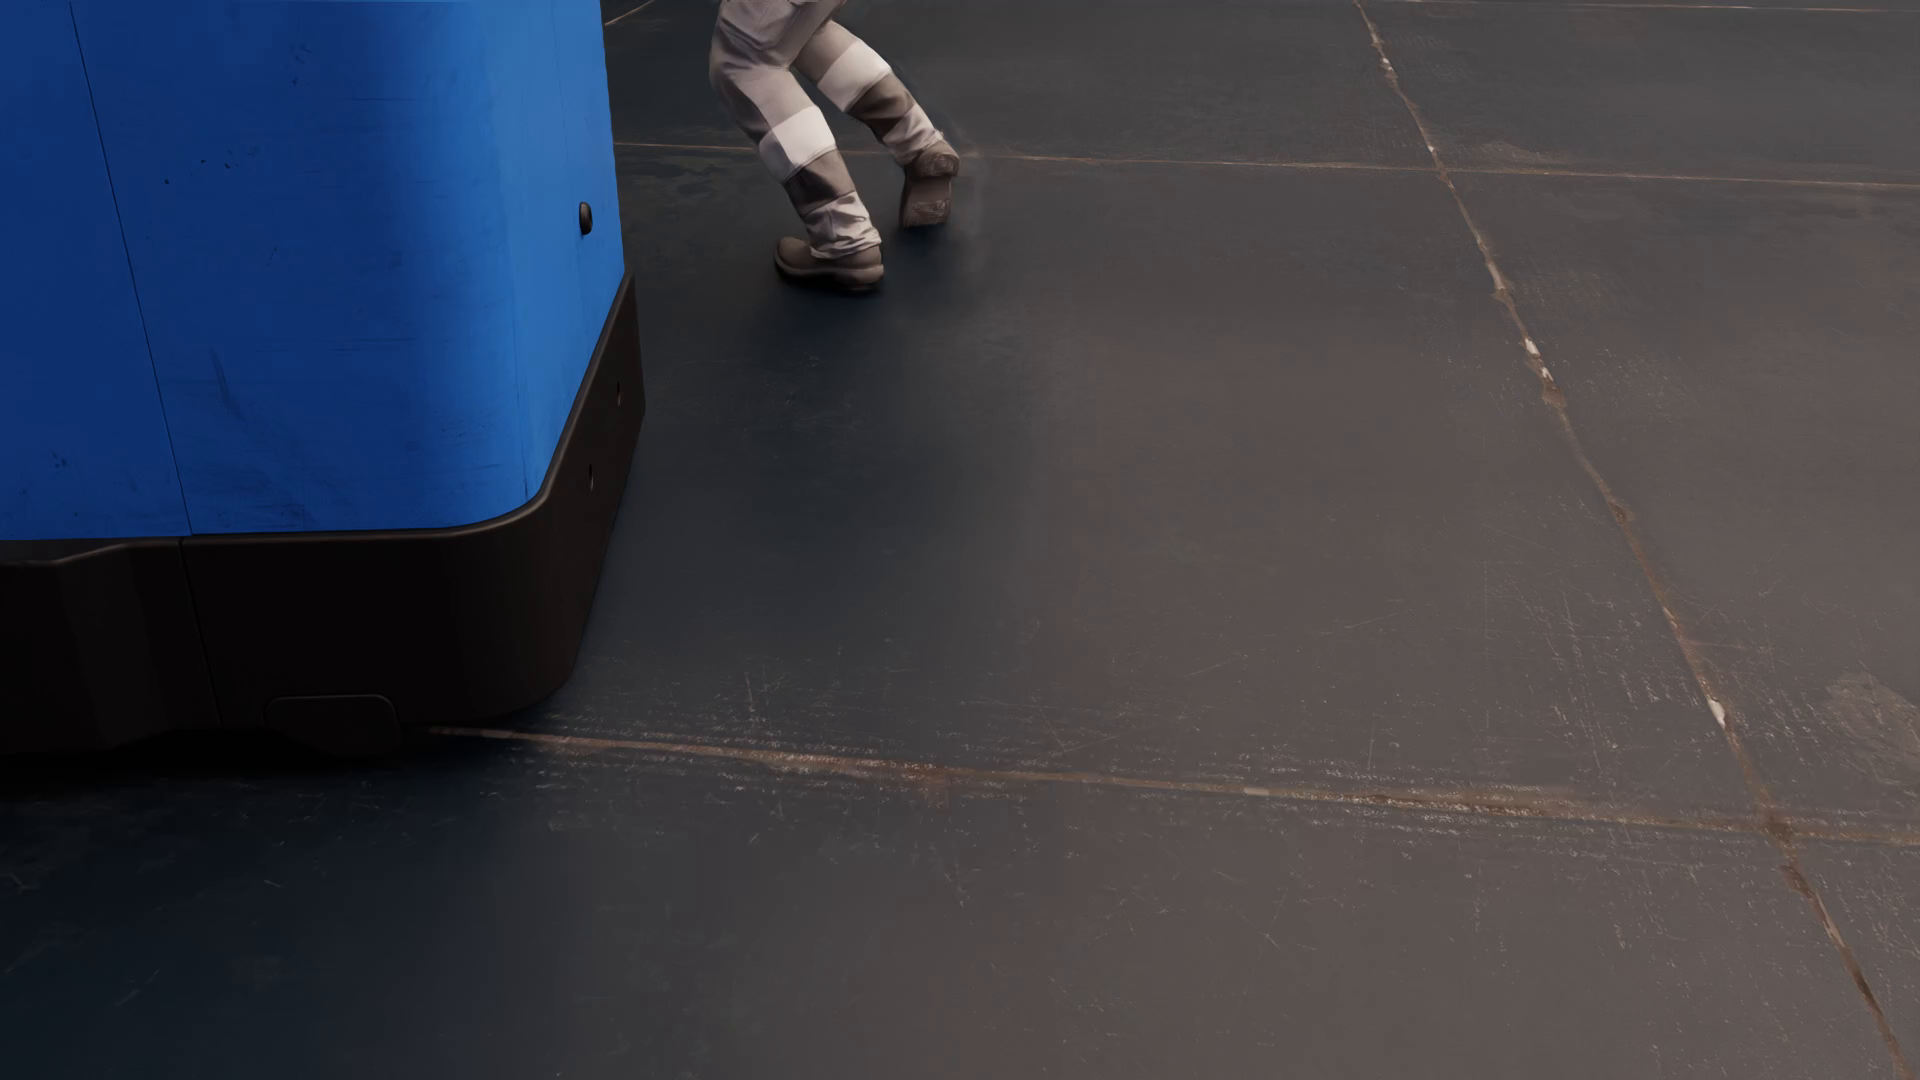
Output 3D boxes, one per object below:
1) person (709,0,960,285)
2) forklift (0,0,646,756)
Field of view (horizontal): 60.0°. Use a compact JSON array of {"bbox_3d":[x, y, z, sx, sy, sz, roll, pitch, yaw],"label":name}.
[{"bbox_3d":[-0.265,-1.372,3.531,0.502,1.655,1.027,6,27,12],"label":"person"},{"bbox_3d":[-2.010,-1.233,1.687,3.031,2.935,1.130,-2,27,-3],"label":"forklift"}]
